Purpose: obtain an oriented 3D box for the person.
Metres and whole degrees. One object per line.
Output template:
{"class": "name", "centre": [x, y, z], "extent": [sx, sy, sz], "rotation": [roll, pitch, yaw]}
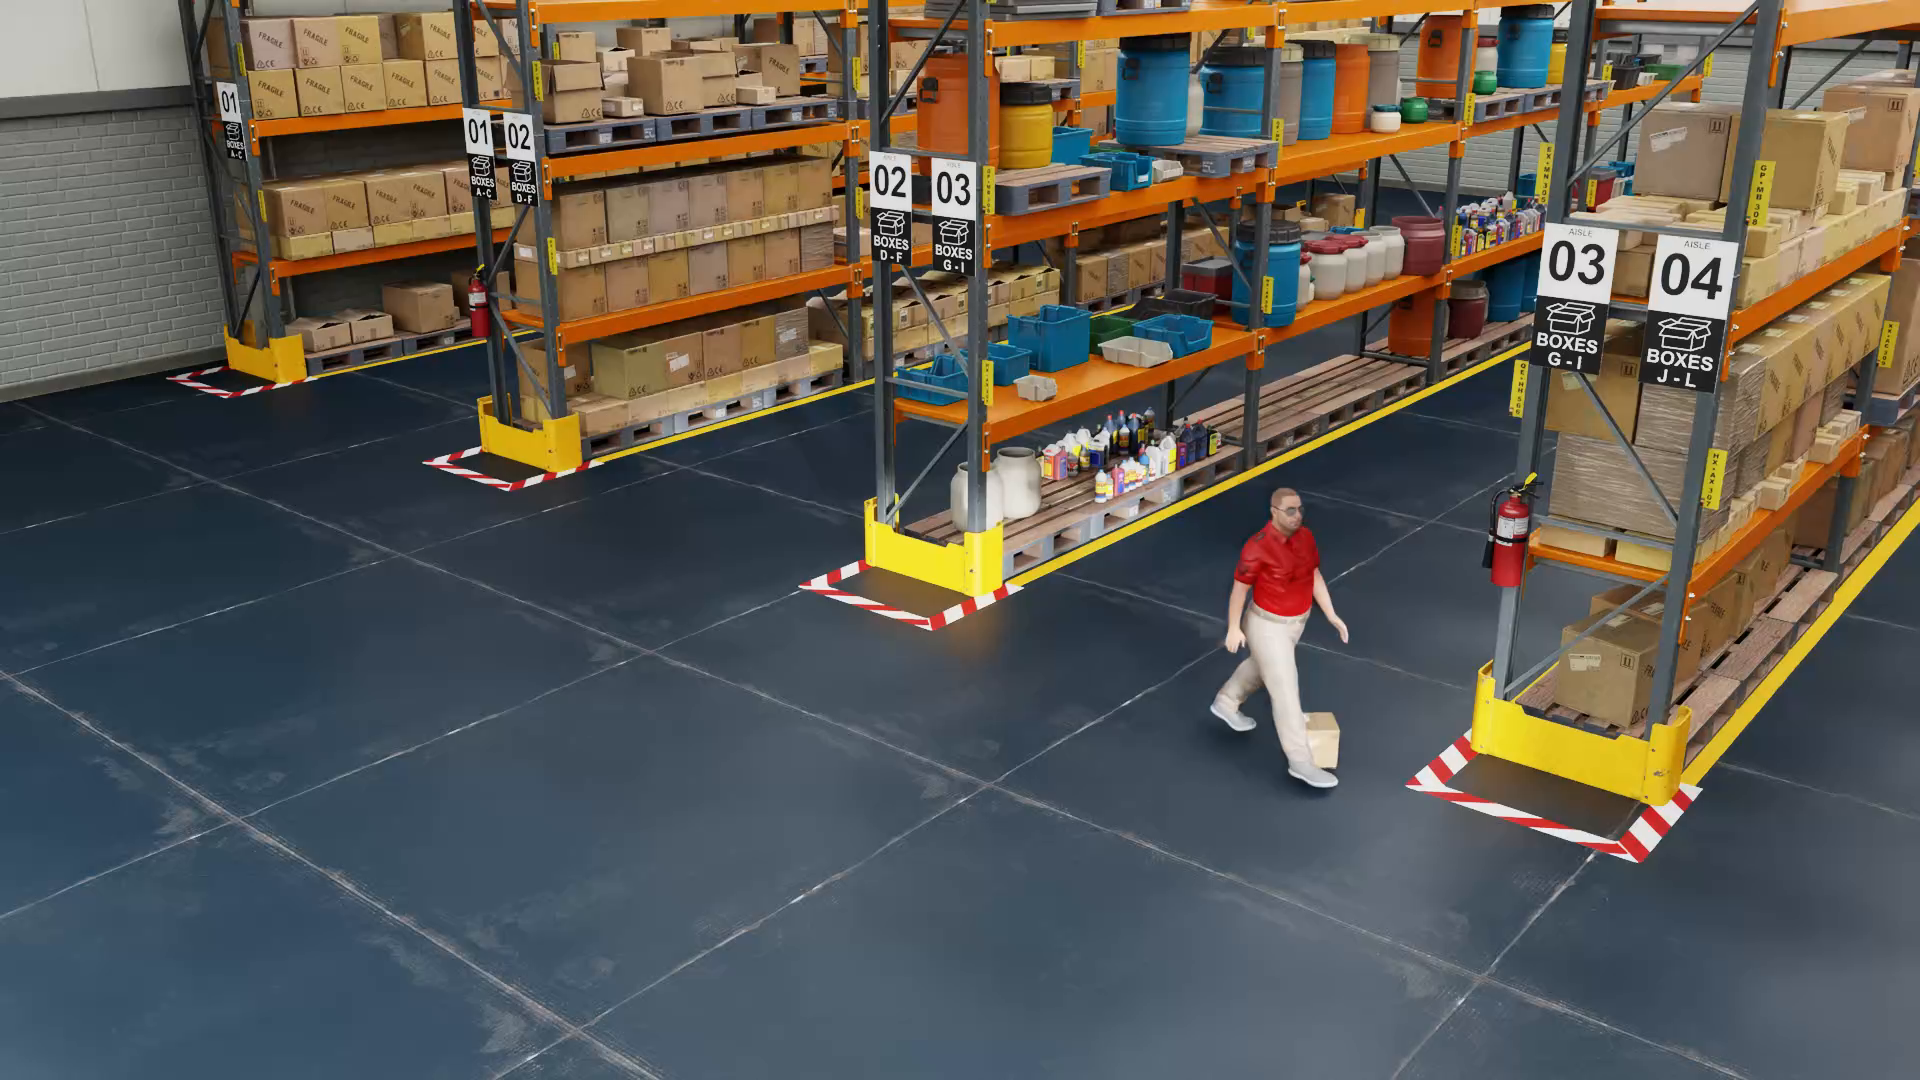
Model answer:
{"class": "person", "centre": [1.891, 0.491, 9.731], "extent": [0.563, 1.664, 1.080], "rotation": [-18, 26, -40]}
